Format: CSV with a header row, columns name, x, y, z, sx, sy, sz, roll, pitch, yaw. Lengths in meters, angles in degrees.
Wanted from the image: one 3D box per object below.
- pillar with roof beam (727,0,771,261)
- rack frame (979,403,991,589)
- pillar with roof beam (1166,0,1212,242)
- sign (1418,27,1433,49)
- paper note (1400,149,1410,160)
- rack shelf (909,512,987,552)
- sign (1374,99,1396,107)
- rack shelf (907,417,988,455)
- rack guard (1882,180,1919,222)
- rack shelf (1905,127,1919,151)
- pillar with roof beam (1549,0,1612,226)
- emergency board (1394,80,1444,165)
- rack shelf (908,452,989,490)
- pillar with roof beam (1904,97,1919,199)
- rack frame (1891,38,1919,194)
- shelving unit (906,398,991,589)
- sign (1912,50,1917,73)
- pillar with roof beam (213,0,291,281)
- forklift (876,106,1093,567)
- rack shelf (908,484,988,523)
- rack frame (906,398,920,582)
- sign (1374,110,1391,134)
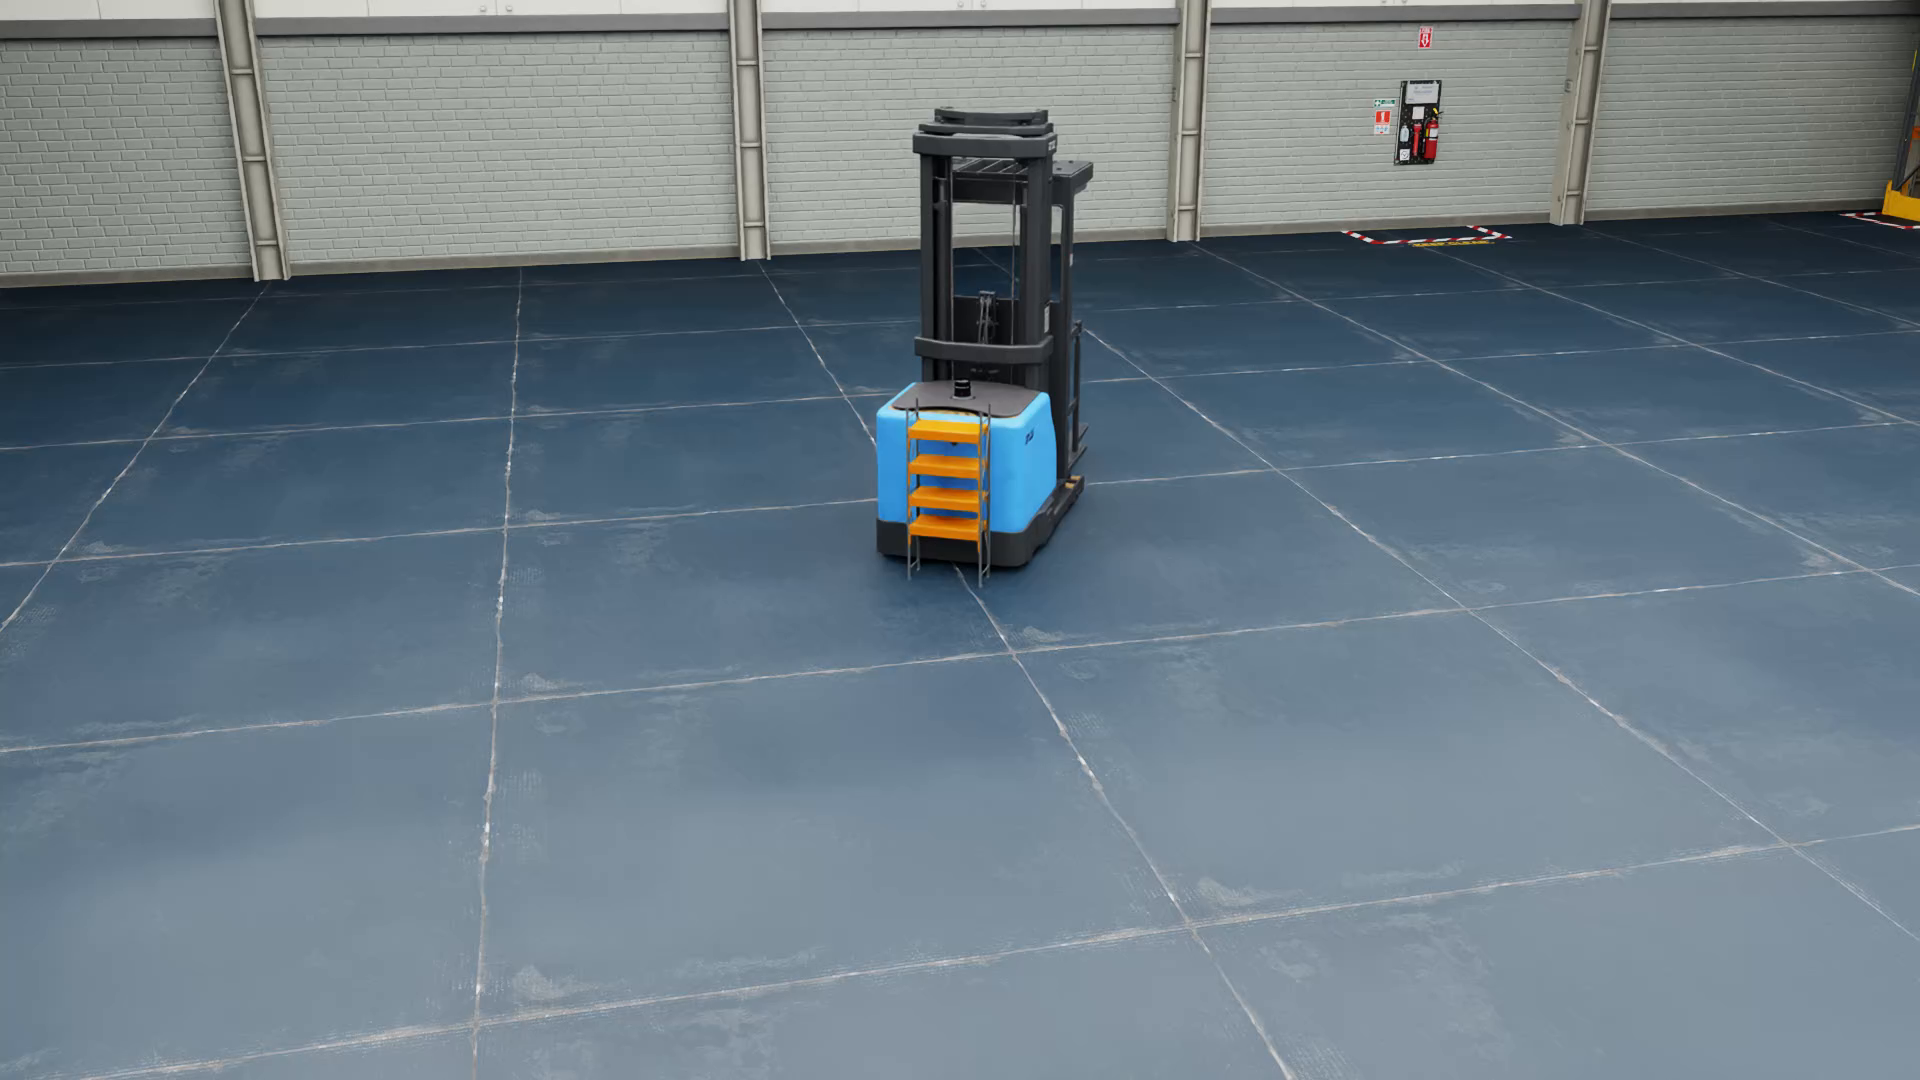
name,x,y,z,sx,sy,sz,roll,pitch,yaw
pillar with roof beam,-1.728,-6.520,16.529,0.400,9.000,9.100,-5,21,-12
rack frame,0.161,-0.281,10.838,0.015,1.200,0.240,5,21,15
pillar with roof beam,4.111,-6.994,17.826,0.400,9.000,9.100,-5,21,-12
sign,6.515,-7.032,23.279,0.199,0.298,0.001,-5,21,-12
paper note,6.358,-5.506,23.765,0.142,0.148,0.016,-5,21,-12
rack shelf,-0.074,-0.054,10.991,0.480,0.148,0.258,5,21,15
sign,5.991,-6.164,23.459,0.331,0.109,0.001,-5,21,-12
rack shelf,-0.074,-0.673,10.764,0.480,0.148,0.258,5,21,15
rack guard,14.391,-5.056,24.889,0.348,0.500,1.175,-5,21,-12
rack shelf,16.263,-6.044,24.999,4.000,0.370,1.077,-5,21,-12
pillar with roof beam,9.950,-7.469,19.122,0.400,9.000,9.100,-5,21,-12
emergency board,6.546,-5.911,23.589,0.643,1.169,0.194,-5,21,-12
rack shelf,-0.074,-0.451,10.845,0.480,0.148,0.258,5,21,15
pillar with roof beam,15.789,-7.944,20.419,0.400,9.000,9.100,-5,21,-12
rack frame,14.317,-6.223,24.443,0.127,3.000,1.000,-5,21,-12
shelving unit,-0.074,-0.304,10.899,0.503,1.200,0.258,5,21,15
sign,14.208,-7.103,24.701,0.005,0.325,0.100,-5,21,-12
pillar with roof beam,-7.567,-6.045,15.233,0.400,9.000,9.100,-5,21,-12
forklift,0.325,-1.671,12.115,1.130,2.935,3.031,6,21,15
rack shelf,-0.074,-0.241,10.922,0.480,0.148,0.258,5,21,15
rack frame,-0.309,-0.326,10.961,0.015,1.200,0.240,5,21,15
sign,5.984,-5.918,23.557,0.234,0.329,0.001,-5,21,-12
